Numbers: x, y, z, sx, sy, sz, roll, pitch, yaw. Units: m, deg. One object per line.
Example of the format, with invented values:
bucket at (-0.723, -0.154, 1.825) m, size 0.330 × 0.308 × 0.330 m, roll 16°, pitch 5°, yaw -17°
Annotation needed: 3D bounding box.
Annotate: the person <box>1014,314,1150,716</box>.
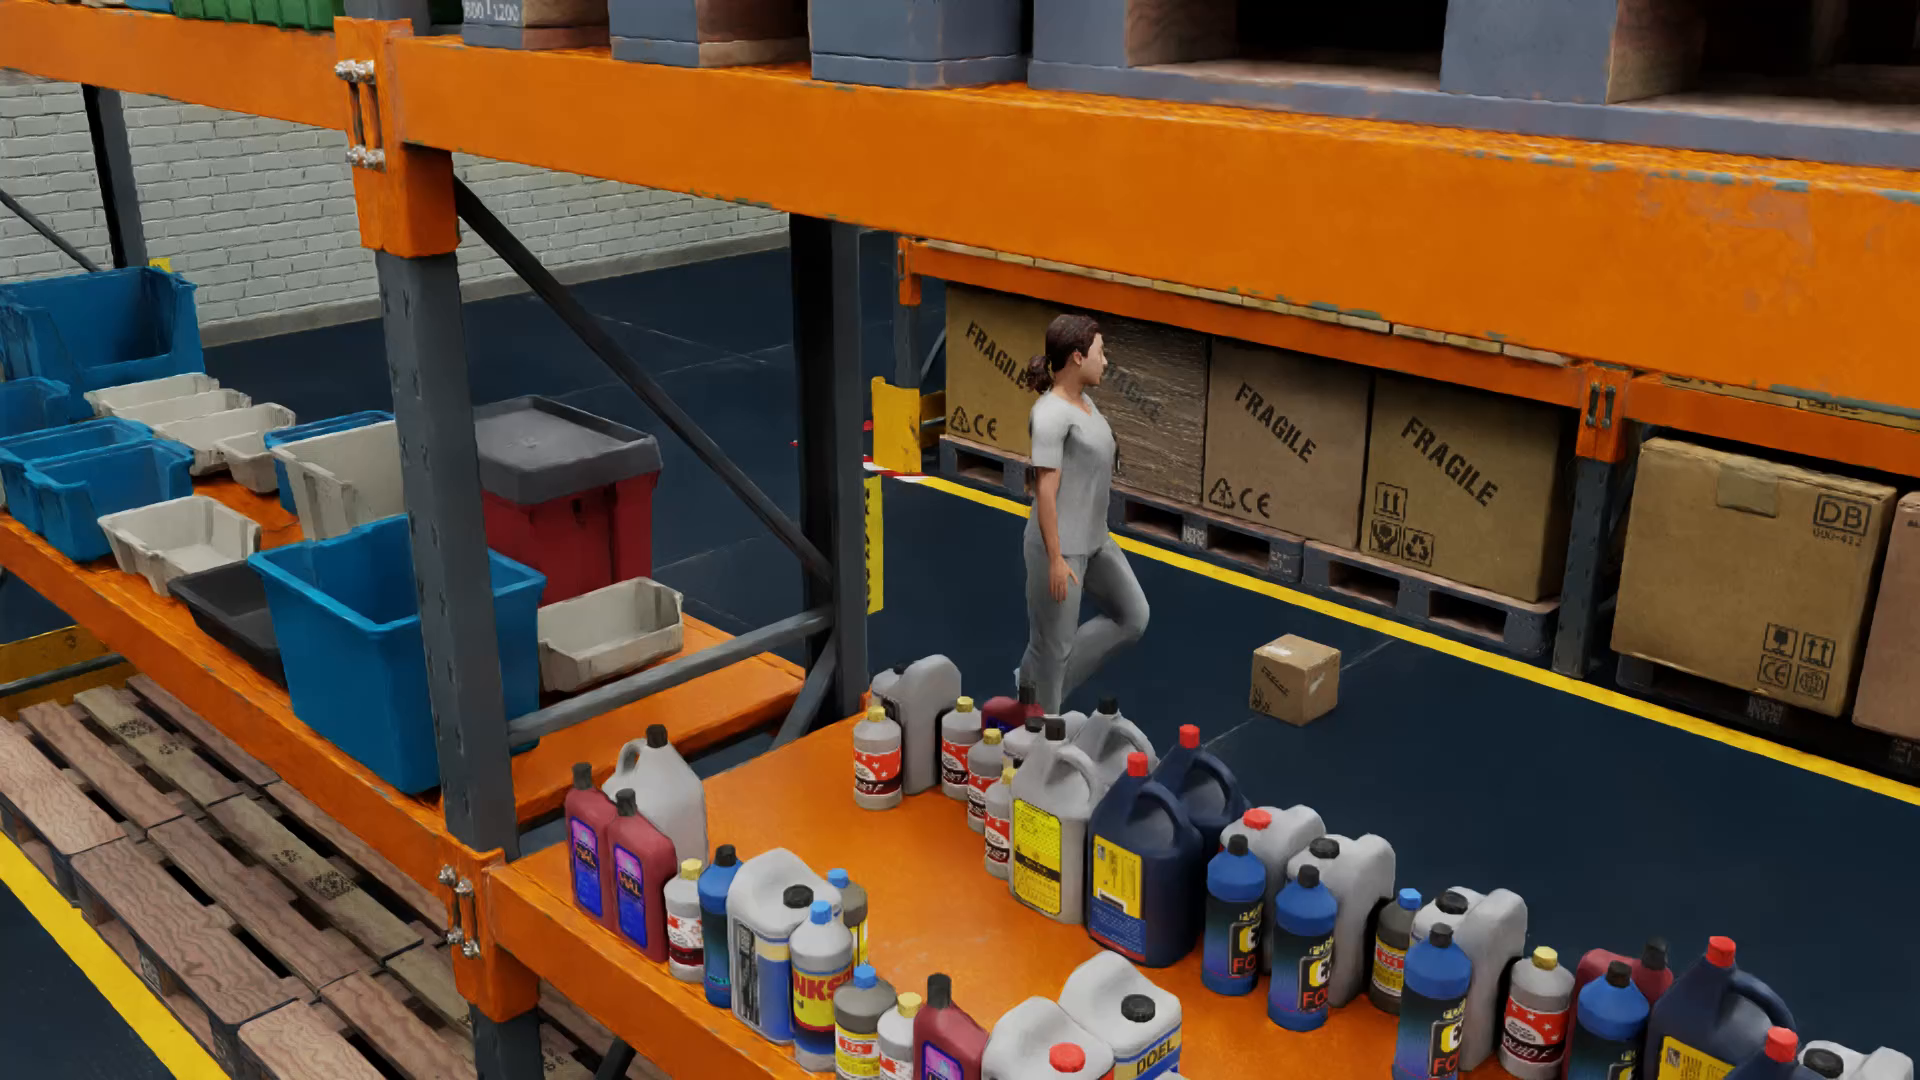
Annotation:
person at (0.417, 0.034, 5.938) m, size 0.472 × 1.658 × 0.533 m, roll 10°, pitch 23°, yaw 24°
